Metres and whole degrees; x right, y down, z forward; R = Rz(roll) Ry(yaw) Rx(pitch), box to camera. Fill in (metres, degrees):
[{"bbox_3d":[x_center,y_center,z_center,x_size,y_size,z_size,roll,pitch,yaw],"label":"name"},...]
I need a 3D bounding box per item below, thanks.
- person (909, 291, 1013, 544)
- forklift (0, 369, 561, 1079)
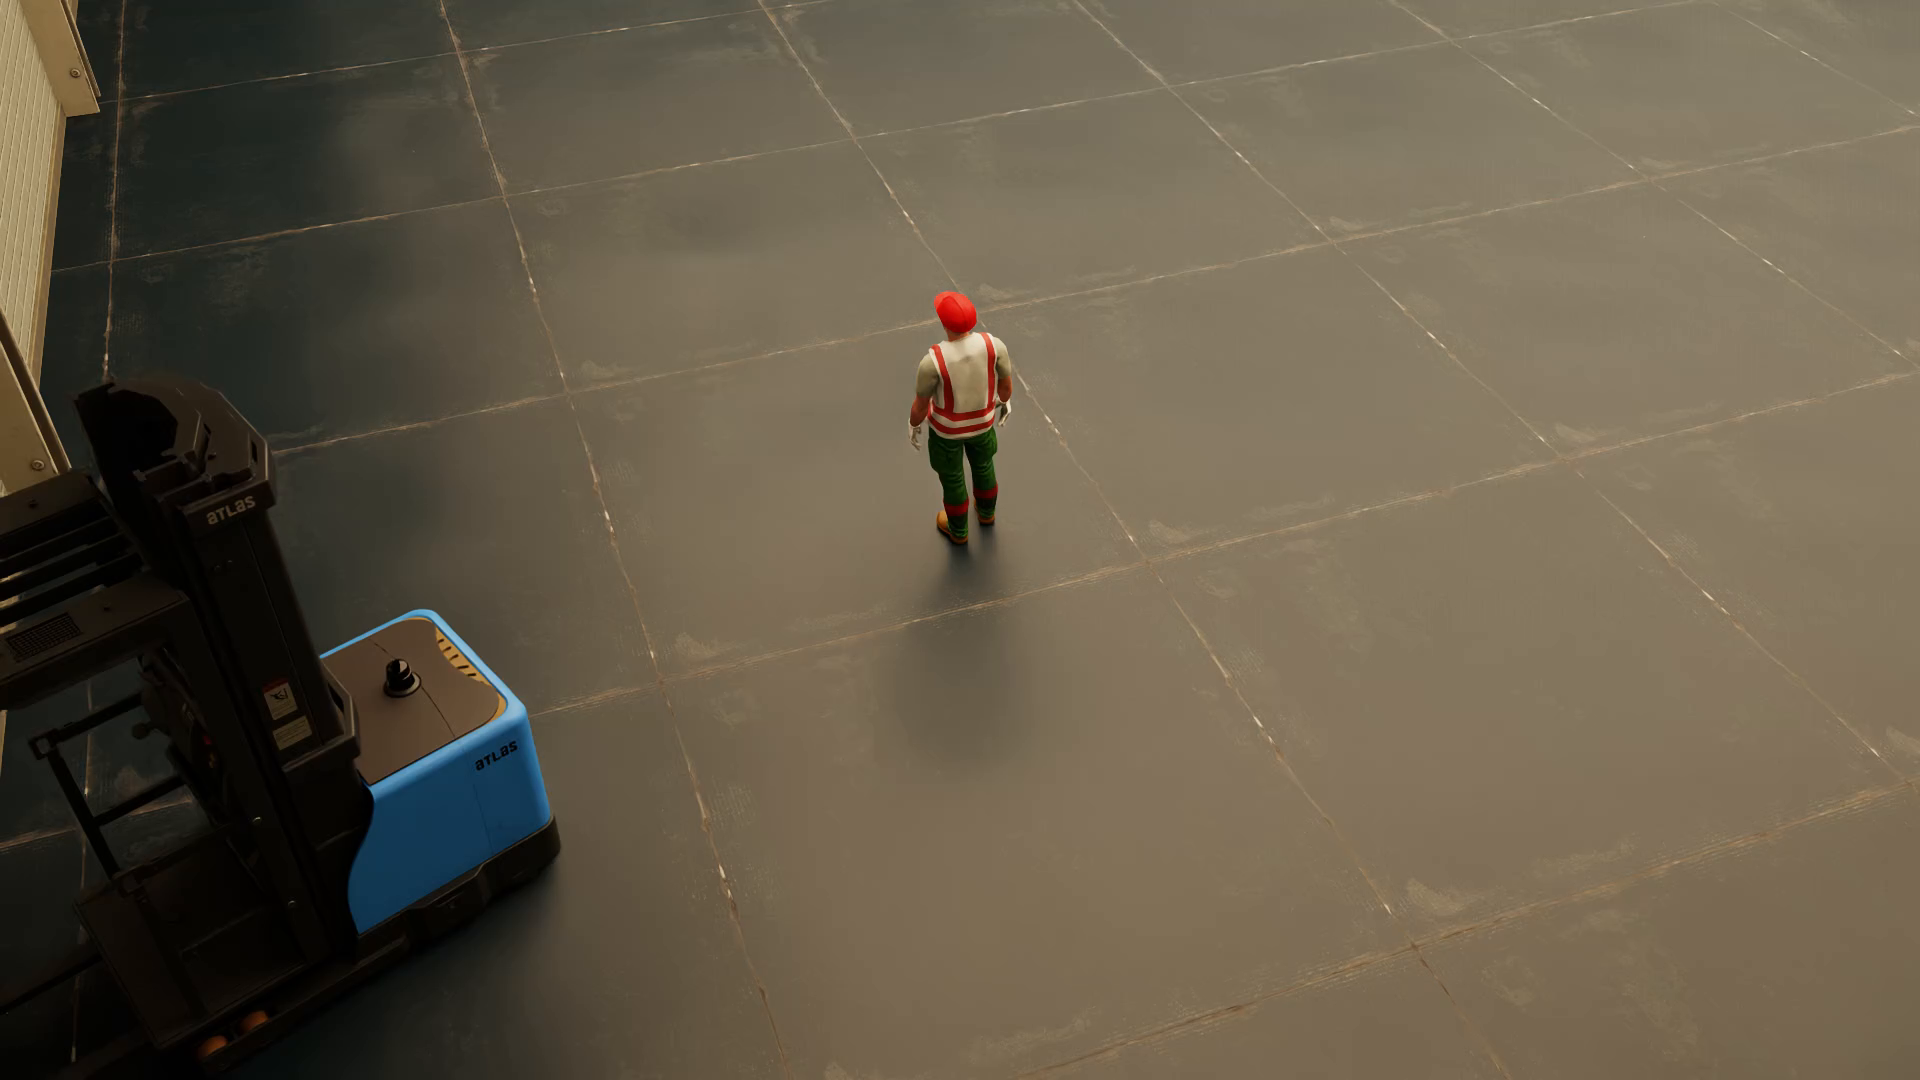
[{"bbox_3d":[-0.018,-0.742,9.757,0.638,1.789,0.562,-13,42,-15],"label":"person"},{"bbox_3d":[-3.437,0.874,6.955,3.031,2.935,1.130,-30,48,-30],"label":"forklift"}]
